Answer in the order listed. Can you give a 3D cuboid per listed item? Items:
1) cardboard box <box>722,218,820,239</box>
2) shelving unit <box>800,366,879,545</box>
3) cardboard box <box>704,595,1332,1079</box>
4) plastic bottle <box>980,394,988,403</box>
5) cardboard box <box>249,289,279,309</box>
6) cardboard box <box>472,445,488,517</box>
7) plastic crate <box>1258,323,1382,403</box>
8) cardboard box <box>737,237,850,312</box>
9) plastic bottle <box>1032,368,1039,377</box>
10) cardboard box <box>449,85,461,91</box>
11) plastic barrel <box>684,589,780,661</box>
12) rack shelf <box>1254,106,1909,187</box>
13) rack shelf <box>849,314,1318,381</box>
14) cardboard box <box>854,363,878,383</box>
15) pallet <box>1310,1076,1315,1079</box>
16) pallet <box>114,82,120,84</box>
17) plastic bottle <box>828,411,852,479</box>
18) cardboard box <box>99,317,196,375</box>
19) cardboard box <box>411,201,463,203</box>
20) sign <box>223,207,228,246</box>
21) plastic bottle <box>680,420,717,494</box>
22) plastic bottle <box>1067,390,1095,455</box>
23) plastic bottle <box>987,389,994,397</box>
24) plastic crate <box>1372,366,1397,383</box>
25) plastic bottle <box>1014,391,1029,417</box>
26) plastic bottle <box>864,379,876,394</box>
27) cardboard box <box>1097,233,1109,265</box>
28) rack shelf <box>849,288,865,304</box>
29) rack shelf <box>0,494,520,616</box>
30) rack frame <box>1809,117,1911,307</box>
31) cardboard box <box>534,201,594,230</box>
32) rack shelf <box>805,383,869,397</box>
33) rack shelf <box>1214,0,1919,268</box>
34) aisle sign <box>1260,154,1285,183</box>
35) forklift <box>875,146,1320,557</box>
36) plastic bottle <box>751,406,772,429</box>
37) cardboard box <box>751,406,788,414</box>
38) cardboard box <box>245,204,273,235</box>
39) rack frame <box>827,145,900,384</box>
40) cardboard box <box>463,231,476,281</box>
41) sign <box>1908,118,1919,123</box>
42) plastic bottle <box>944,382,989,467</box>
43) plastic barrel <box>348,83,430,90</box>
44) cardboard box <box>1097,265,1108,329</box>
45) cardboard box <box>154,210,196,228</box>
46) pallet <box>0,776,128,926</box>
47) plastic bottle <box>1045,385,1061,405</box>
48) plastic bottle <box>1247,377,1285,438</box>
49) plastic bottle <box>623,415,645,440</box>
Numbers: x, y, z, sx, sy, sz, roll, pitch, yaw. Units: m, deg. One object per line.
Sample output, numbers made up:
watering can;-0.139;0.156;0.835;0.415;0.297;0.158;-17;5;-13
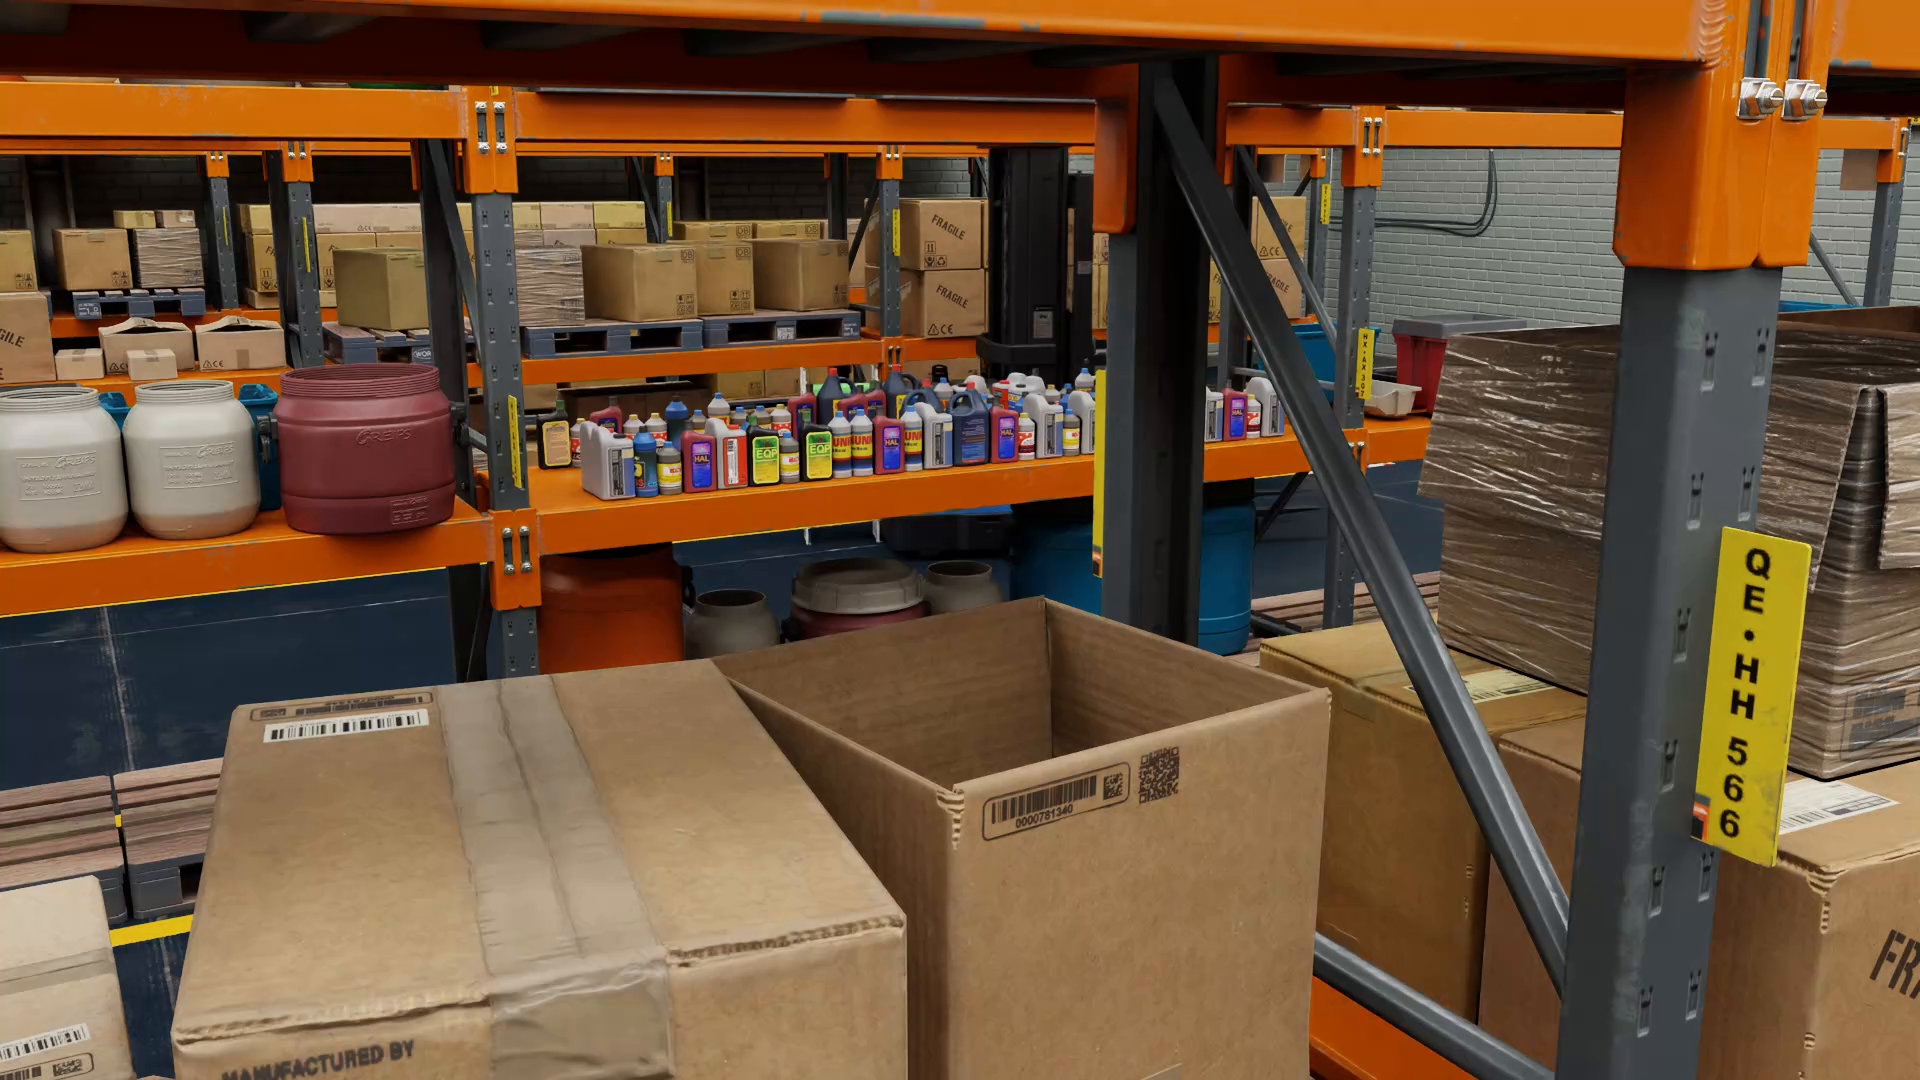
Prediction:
cardboard box;-1.977;-2.984;17.353;0.700;0.700;0.980;-7;15;-29
shelving unit;-0.828;-0.586;11.482;0.503;1.200;0.258;-2;13;-10
cardboard box;0.050;0.388;1.871;0.500;0.500;0.500;-9;16;-35
plastic bottle;0.113;-0.583;7.818;0.097;0.201;0.097;0;13;0
cardboard box;-6.216;-2.164;14.921;0.250;0.149;0.380;-7;14;-29
cardboard box;-3.245;-0.377;11.143;0.500;0.500;0.500;-7;15;-30
plastic crate;1.889;-0.935;8.831;0.575;0.384;0.392;-7;14;-28
cardboard box;-1.251;-2.001;12.482;0.700;0.500;0.500;11;17;41
plastic bottle;0.336;-0.692;8.117;0.133;0.283;0.061;-7;14;-28
cardboard box;-3.424;-2.951;10.830;0.500;0.500;0.910;-7;14;-28
plastic barrel;-0.995;0.500;7.267;0.421;0.512;0.421;0;13;0
rack shelf;3.398;-2.121;9.010;4.000;0.370;1.077;-7;14;-28
rack shelf;1.028;-1.613;13.583;4.000;0.370;1.077;-7;14;-28
cardboard box;-1.040;-1.915;18.025;0.500;0.500;0.700;-7;15;-30
pallet;-0.070;0.766;1.811;1.003;0.211;1.213;-7;14;-28
pallet;-4.792;-2.615;9.997;1.003;0.211;1.213;-6;14;-25
plastic bottle;-0.493;-0.392;6.813;0.097;0.271;0.097;0;13;0
cardboard box;-5.117;-1.233;10.457;0.500;0.311;0.500;-7;14;-29
cardboard box;-4.987;-3.115;15.960;0.500;0.250;0.500;-7;15;-29
sign;-6.347;-2.710;14.361;0.005;0.325;0.100;-7;14;-28
plastic bottle;-1.024;-0.330;6.509;0.133;0.283;0.061;-7;14;-28
plastic bottle;0.570;-0.529;7.409;0.135;0.276;0.152;-7;14;-28
plastic bottle;0.126;-0.622;7.994;0.097;0.201;0.097;0;13;0
plastic crate;2.496;-0.863;9.103;0.590;0.125;0.437;-7;14;-28
plastic bottle;0.290;-0.524;7.399;0.097;0.271;0.097;0;13;0
plastic bottle;-0.435;-0.599;7.706;0.133;0.283;0.061;-7;14;-28
cardboard box;1.178;-2.448;13.152;0.500;0.500;0.500;-6;14;-26
rack shelf;-1.349;-2.567;17.823;4.000;0.370;1.077;-7;14;-28
rack shelf;-3.624;0.184;5.600;4.000;0.370;1.077;-7;14;-28
rack frame;5.153;-1.219;10.196;0.127;3.000;1.000;-7;14;-28
cardboard box;-3.845;-3.127;16.013;0.500;0.250;0.500;-6;14;-27
rack shelf;-0.828;-0.992;11.391;0.480;0.148;0.258;-2;13;-10
rack shelf;2.260;-0.746;2.899;4.000;0.370;1.077;-7;14;-28
aisle sign;2.702;-3.506;14.437;0.004;0.787;0.394;-7;14;-28
forklift;0.963;-1.450;11.378;3.031;2.935;1.130;-2;13;-10
plastic bottle;-0.893;-0.500;7.451;0.097;0.201;0.097;0;13;0
cardboard box;-1.269;-0.745;12.778;0.500;0.500;0.500;-8;15;-30
cardboard box;-6.068;-2.858;14.816;0.500;0.250;0.500;-6;14;-27
rack frame;-0.728;-1.754;12.569;0.127;3.000;1.000;-7;14;-28
cardboard box;-4.713;-2.654;15.620;0.500;0.500;0.500;-6;14;-26
sign;5.431;-2.527;9.414;0.005;0.325;0.100;-7;14;-28
plastic bottle;0.025;-0.499;7.106;0.185;0.351;0.144;-7;14;-28
plastic barrel;-2.061;-1.730;5.985;0.294;0.245;0.294;0;13;0
cardboard box;1.184;-1.964;13.276;0.500;0.500;0.500;-7;14;-29
cardboard box;-6.904;-2.825;14.622;0.250;0.149;0.380;-9;16;-35
pallet;-3.637;1.184;5.867;1.213;0.211;1.003;-7;14;-28
plastic bottle;0.447;-0.661;8.165;0.097;0.201;0.097;0;13;0
plastic bottle;1.451;-0.634;7.878;0.135;0.276;0.152;-7;14;-28
plastic bottle;-1.405;-0.439;7.178;0.097;0.201;0.097;0;13;0
